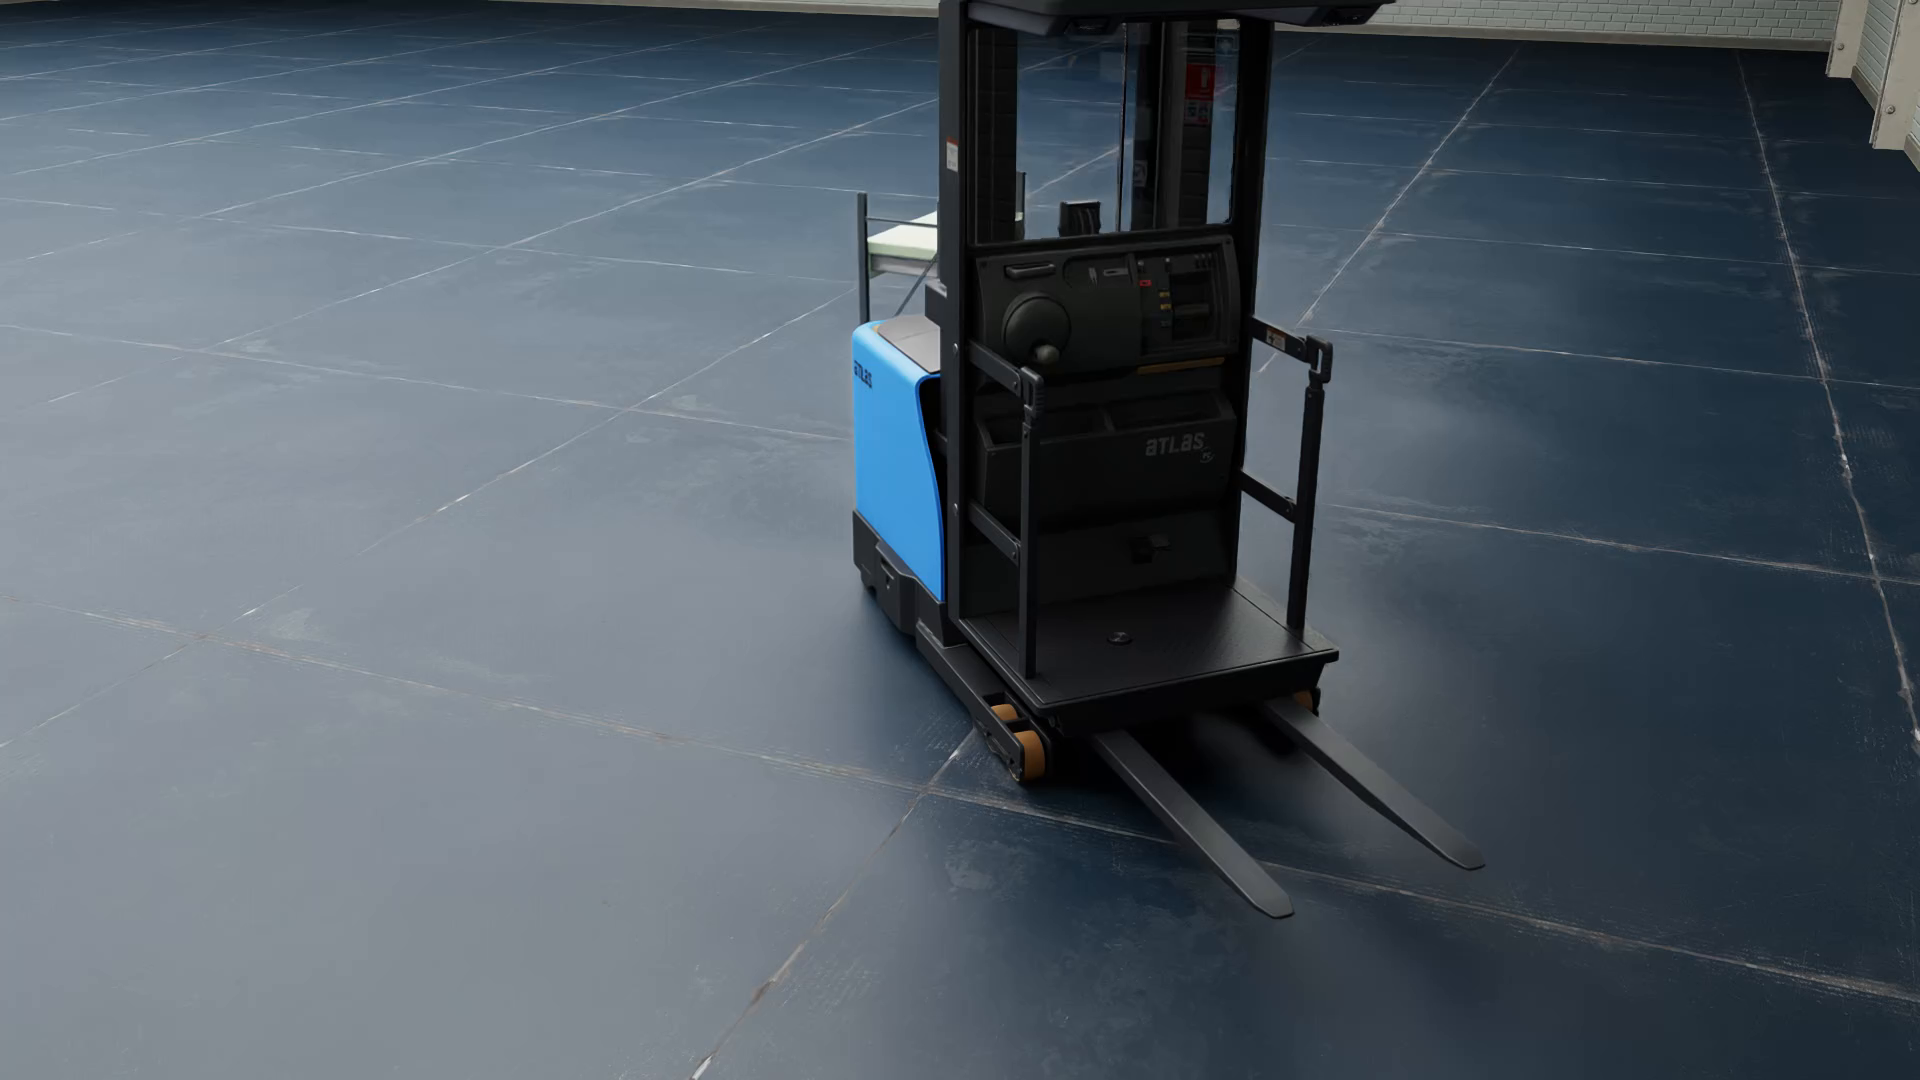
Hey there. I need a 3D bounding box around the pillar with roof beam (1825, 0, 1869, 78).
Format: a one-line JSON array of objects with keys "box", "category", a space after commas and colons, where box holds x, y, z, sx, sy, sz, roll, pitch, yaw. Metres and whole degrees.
[{"box": [7.576, -10.880, 21.623, 9.100, 9.000, 0.400, 9, 24, 20], "category": "pillar with roof beam"}]

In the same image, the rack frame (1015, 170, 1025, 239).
[{"box": [0.096, -0.930, 7.530, 0.400, 1.500, 0.023, 11, 25, 25], "category": "rack frame"}]

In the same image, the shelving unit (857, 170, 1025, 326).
[{"box": [-0.069, -0.804, 7.229, 0.431, 1.500, 0.755, 11, 25, 25], "category": "shelving unit"}]

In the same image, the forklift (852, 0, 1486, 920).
[{"box": [0.574, -0.754, 5.252, 1.130, 2.935, 3.031, -9, 24, -20], "category": "forklift"}]

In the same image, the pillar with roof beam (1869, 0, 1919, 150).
[{"box": [5.348, -8.733, 16.483, 9.100, 9.000, 0.400, 9, 24, 20], "category": "pillar with roof beam"}]

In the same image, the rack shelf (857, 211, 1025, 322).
[{"box": [-0.069, -1.164, 7.078, 0.431, 0.370, 0.720, 11, 25, 25], "category": "rack shelf"}]

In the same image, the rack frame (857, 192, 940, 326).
[{"box": [-0.234, -0.678, 6.927, 0.400, 1.500, 0.023, 11, 25, 25], "category": "rack frame"}]
